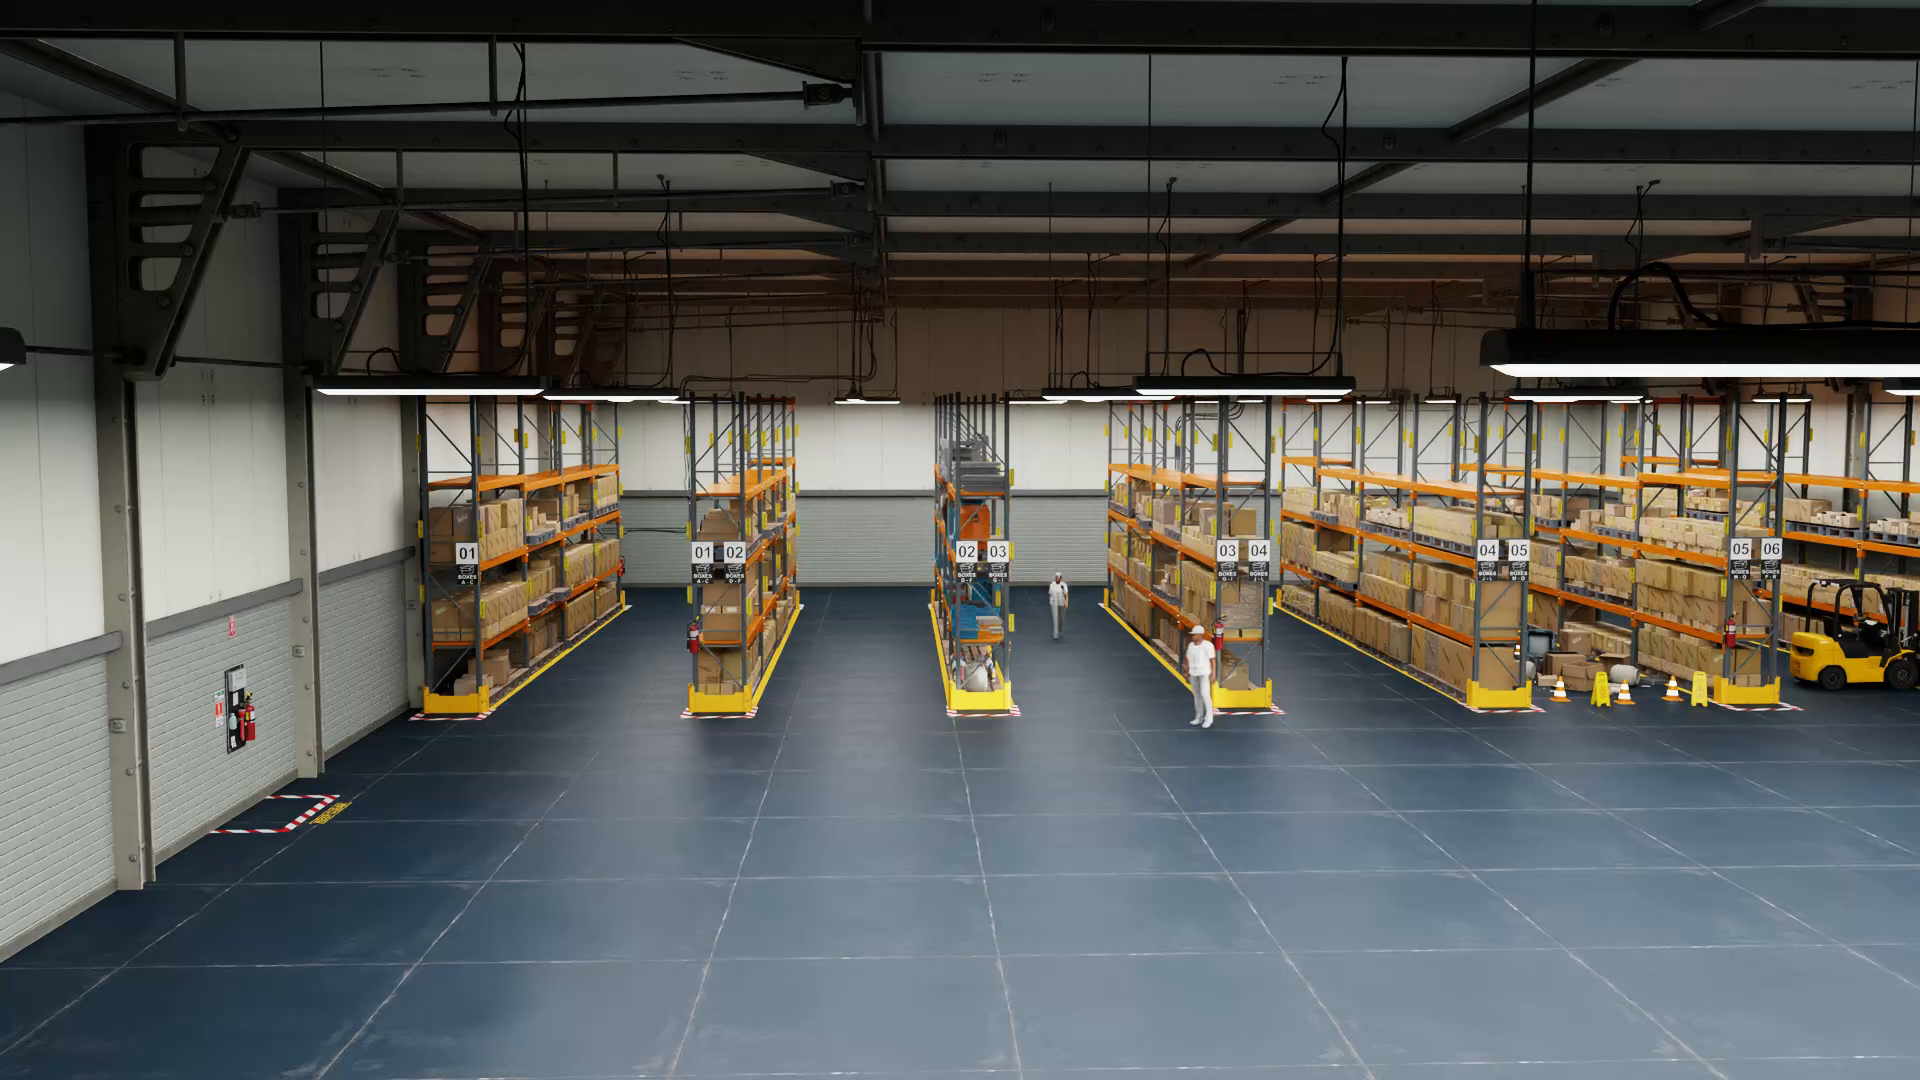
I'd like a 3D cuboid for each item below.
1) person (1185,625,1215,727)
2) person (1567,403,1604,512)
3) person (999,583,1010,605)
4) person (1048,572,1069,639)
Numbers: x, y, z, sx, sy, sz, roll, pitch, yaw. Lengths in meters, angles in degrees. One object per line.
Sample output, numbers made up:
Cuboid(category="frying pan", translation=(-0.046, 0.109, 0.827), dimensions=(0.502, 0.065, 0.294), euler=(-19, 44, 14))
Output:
Cuboid(category="person", translation=(4.304, 2.448, 29.981), dimensions=(0.391, 1.805, 0.618), euler=(-5, 6, -45))
Cuboid(category="person", translation=(13.450, -0.441, 40.754), dimensions=(4.280, 5.809, 0.883), euler=(2, 5, 20))
Cuboid(category="person", translation=(1.090, 1.063, 48.228), dimensions=(0.579, 1.599, 0.980), euler=(-3, 6, -35))
Cuboid(category="person", translation=(2.450, 1.609, 41.265), dimensions=(0.480, 1.613, 0.988), euler=(0, 5, -4))
